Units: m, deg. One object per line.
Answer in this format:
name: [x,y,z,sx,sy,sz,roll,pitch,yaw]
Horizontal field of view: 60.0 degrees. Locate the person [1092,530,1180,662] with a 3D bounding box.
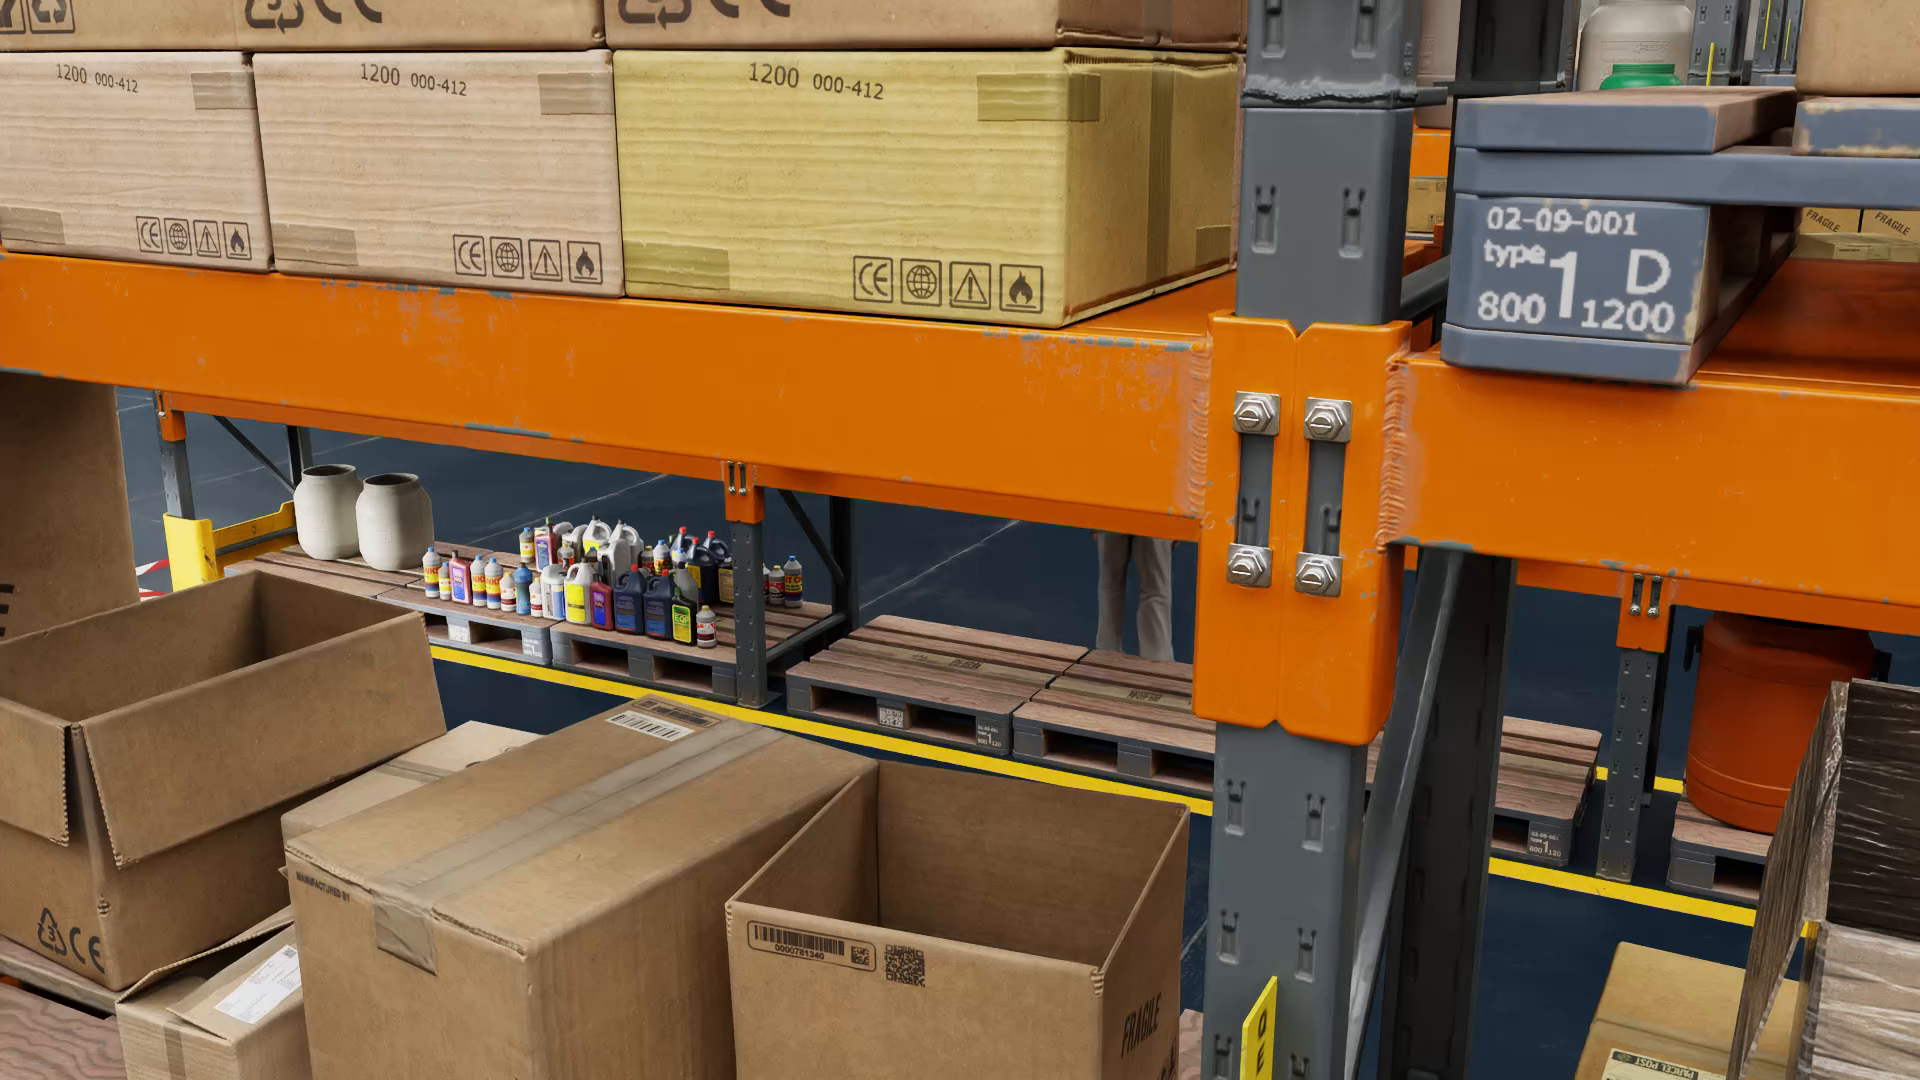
person: [0.924,-0.078,8.262,0.549,1.675,0.446,4,16,15]
